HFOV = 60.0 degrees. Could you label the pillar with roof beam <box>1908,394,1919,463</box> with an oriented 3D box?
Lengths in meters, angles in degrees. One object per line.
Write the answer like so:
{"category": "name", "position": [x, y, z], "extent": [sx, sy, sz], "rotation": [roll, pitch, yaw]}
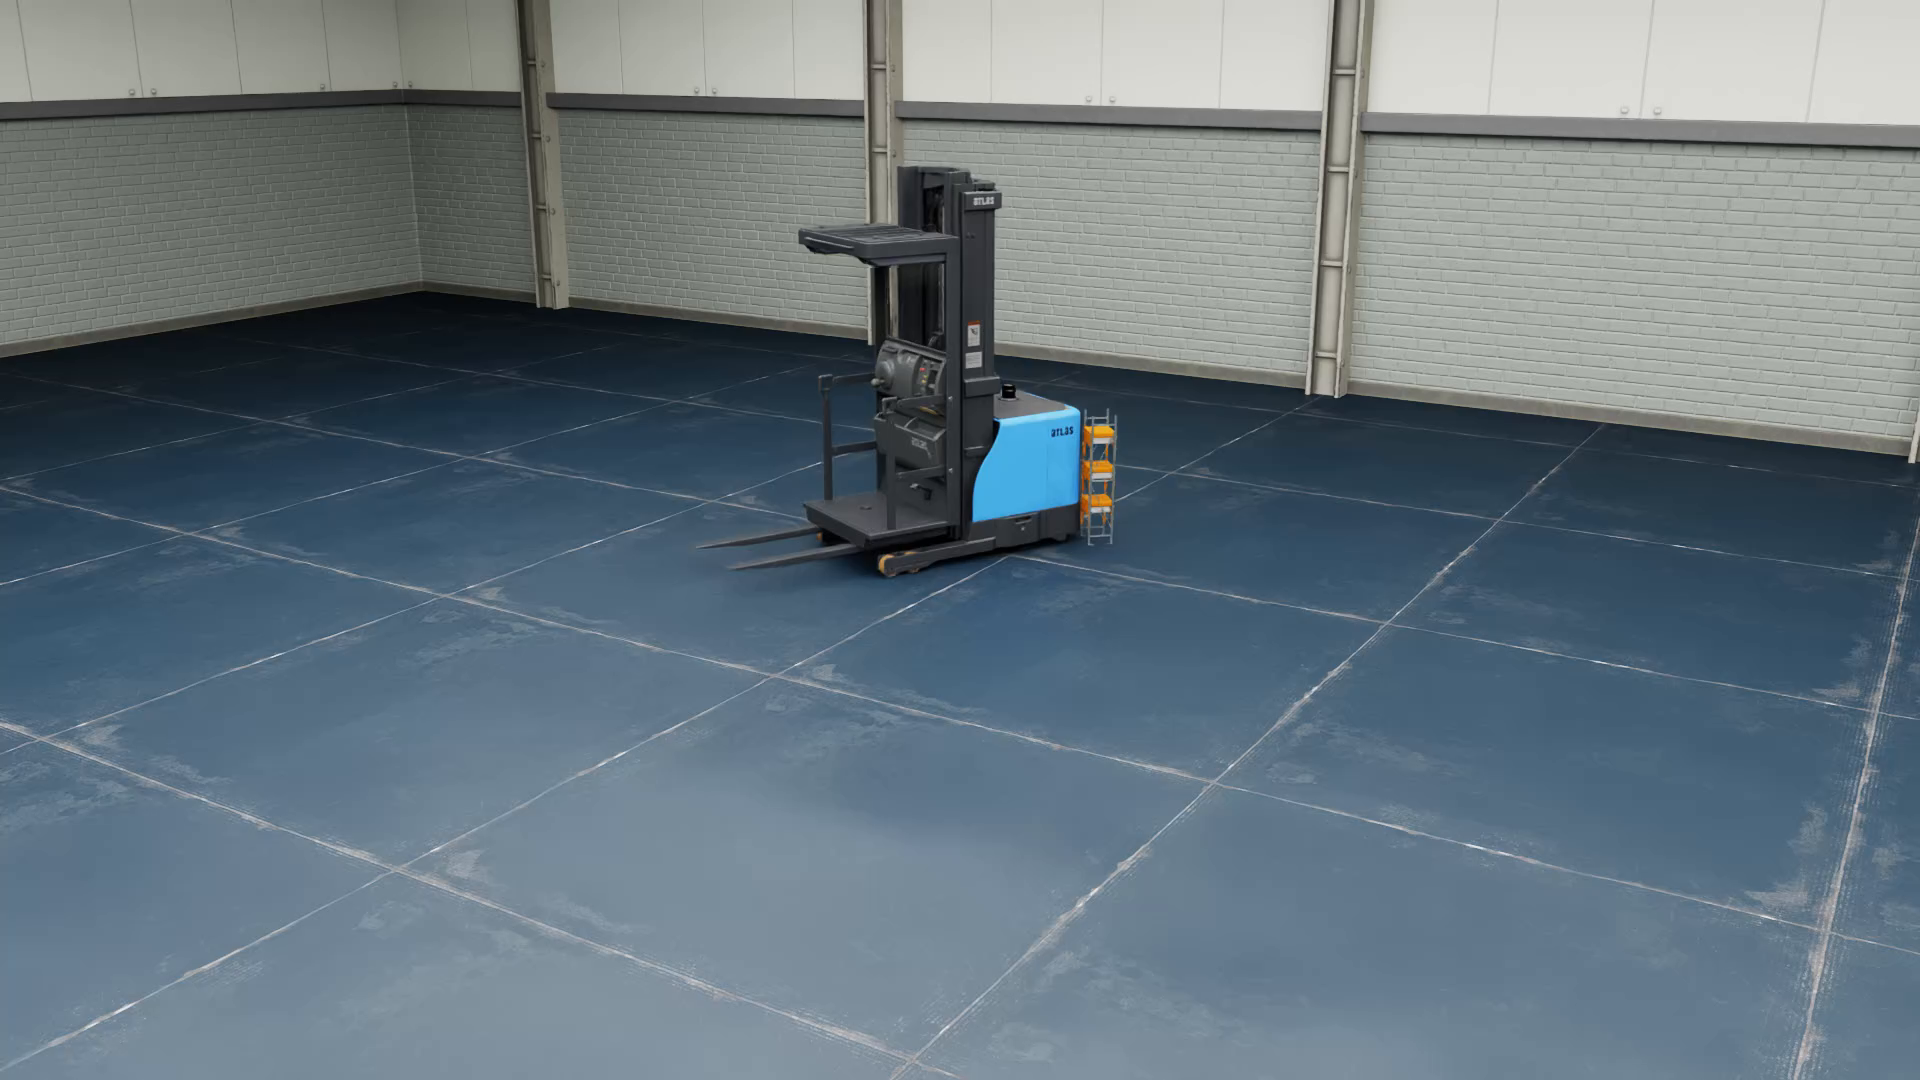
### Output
{"category": "pillar with roof beam", "position": [7.011, -3.986, 11.019], "extent": [0.400, 9.000, 9.100], "rotation": [10, 20, 30]}

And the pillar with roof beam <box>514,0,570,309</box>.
{"category": "pillar with roof beam", "position": [-8.327, -6.724, 20.033], "extent": [0.400, 9.000, 9.100], "rotation": [10, 20, 30]}

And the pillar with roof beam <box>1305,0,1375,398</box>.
{"category": "pillar with roof beam", "position": [1.898, -4.898, 14.024], "extent": [0.400, 9.000, 9.100], "rotation": [10, 20, 30]}

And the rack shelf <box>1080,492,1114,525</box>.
{"category": "rack shelf", "position": [1.097, -0.226, 13.307], "extent": [0.215, 0.259, 0.240], "rotation": [-2, 17, -9]}

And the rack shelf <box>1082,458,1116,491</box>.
{"category": "rack shelf", "position": [1.100, -0.492, 13.227], "extent": [0.215, 0.259, 0.240], "rotation": [-2, 17, -9]}

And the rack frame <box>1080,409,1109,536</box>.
{"category": "rack frame", "position": [1.080, -0.537, 13.339], "extent": [0.200, 1.050, 0.008], "rotation": [-2, 17, -9]}

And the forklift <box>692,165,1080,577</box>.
{"category": "forklift", "position": [-0.555, -1.298, 12.612], "extent": [3.031, 2.935, 1.130], "rotation": [-10, 20, -31]}

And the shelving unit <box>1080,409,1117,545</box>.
{"category": "shelving unit", "position": [1.100, -0.502, 13.224], "extent": [0.215, 1.050, 0.252], "rotation": [-2, 17, -9]}

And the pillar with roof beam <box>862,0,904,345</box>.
{"category": "pillar with roof beam", "position": [-3.215, -5.811, 17.028], "extent": [0.400, 9.000, 9.100], "rotation": [10, 20, 30]}

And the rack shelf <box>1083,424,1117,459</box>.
{"category": "rack shelf", "position": [1.103, -0.764, 13.145], "extent": [0.215, 0.259, 0.240], "rotation": [-2, 17, -9]}

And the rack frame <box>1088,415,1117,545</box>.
{"category": "rack frame", "position": [1.120, -0.467, 13.109], "extent": [0.200, 1.050, 0.008], "rotation": [-2, 17, -9]}
